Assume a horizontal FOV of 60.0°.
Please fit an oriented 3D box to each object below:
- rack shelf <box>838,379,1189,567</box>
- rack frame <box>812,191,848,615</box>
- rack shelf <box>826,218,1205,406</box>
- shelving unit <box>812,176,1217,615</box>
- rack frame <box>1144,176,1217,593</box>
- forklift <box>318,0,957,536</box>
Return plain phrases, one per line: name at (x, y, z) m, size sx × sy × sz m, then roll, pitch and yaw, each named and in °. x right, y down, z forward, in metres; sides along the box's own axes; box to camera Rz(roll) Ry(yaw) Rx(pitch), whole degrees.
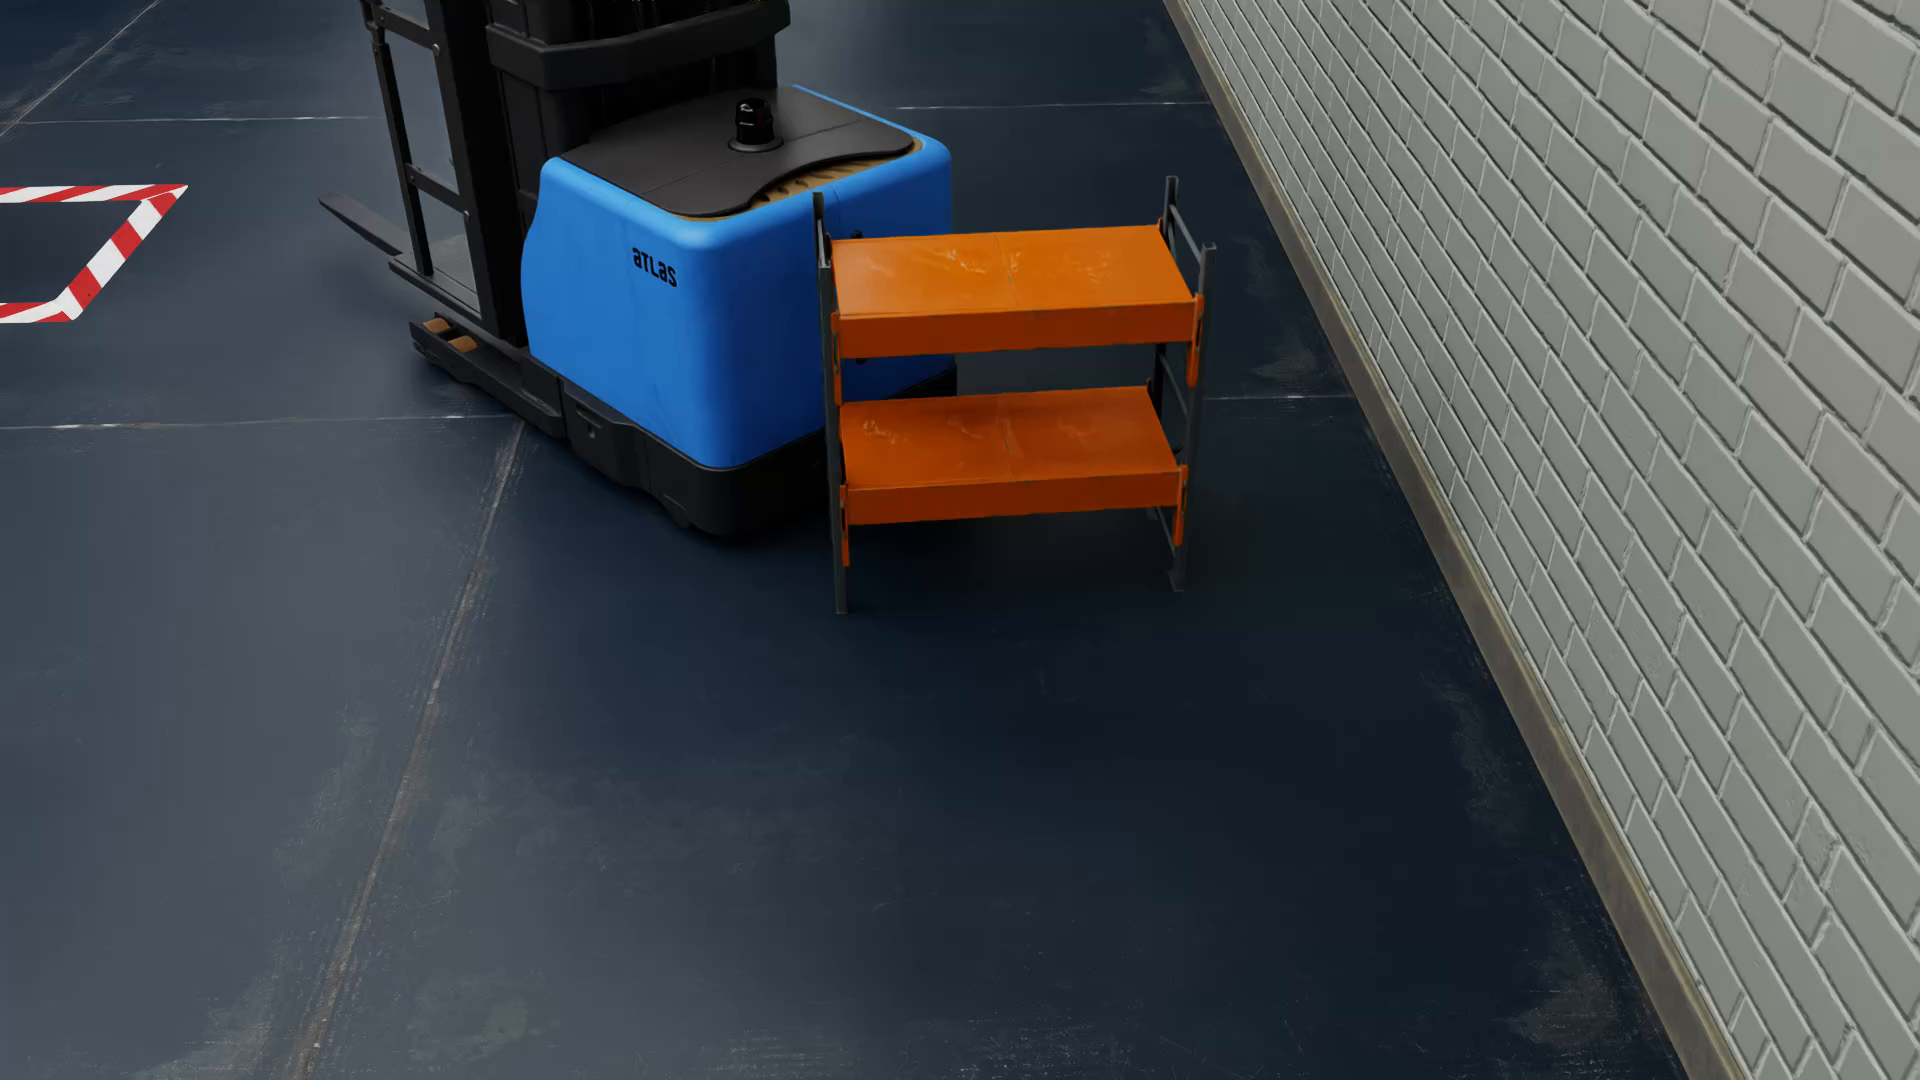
rack shelf at (0.130, -0.212, 4.997) m, size 1.000 × 0.278 × 0.538 m, roll -4°, pitch 35°, yaw -5°
rack frame at (-0.375, -0.381, 4.812) m, size 0.032 × 1.125 × 0.500 m, roll -4°, pitch 35°, yaw -5°
rack shelf at (0.130, -0.653, 4.691) m, size 1.000 × 0.278 × 0.538 m, roll -4°, pitch 35°, yaw -5°
shelving unit at (0.130, -0.413, 4.858) m, size 1.048 × 1.125 × 0.538 m, roll -4°, pitch 35°, yaw -5°
rack frame at (0.635, -0.444, 4.903) m, size 0.032 × 1.125 × 0.500 m, roll -4°, pitch 35°, yaw -5°
forklift at (-1.390, -1.961, 5.508) m, size 1.130 × 2.935 × 3.031 m, roll -28°, pitch 44°, yaw -35°
